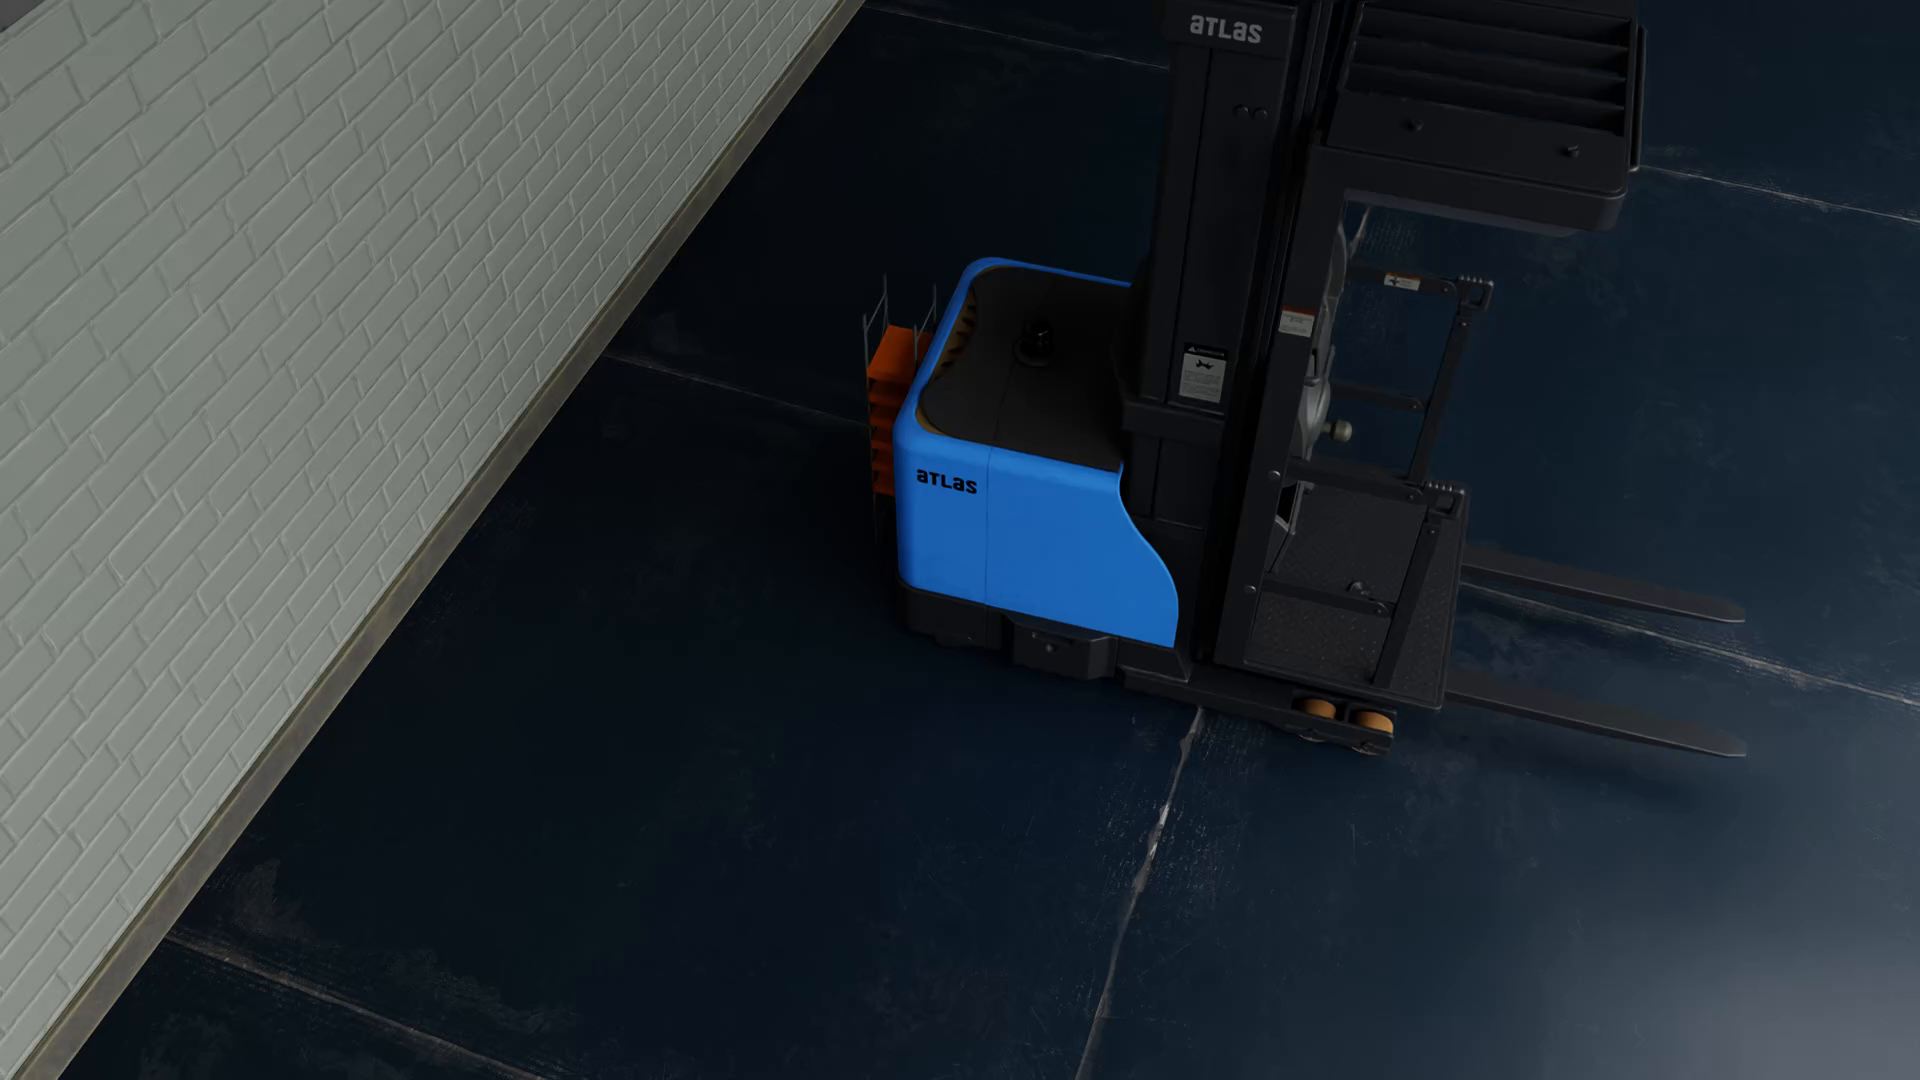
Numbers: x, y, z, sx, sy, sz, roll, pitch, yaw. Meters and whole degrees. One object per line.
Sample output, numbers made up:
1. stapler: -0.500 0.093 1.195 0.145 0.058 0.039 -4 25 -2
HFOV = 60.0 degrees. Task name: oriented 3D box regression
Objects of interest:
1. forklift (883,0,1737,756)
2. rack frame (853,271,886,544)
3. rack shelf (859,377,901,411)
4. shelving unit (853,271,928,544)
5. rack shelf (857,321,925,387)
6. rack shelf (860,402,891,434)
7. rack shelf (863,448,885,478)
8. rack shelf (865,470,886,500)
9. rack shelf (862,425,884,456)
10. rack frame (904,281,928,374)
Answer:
1. forklift: 1.302 -0.652 5.242 3.031 2.935 1.130 13 50 11
2. rack frame: -0.329 -0.466 6.226 0.006 1.200 0.240 13 50 11
3. rack shelf: -0.241 -0.574 6.061 0.180 0.103 0.258 13 50 11
4. shelving unit: -0.241 -0.446 6.209 0.189 1.200 0.258 13 50 11
5. rack shelf: -0.241 -0.652 5.970 0.180 0.103 0.258 13 50 11
6. rack shelf: -0.241 -0.495 6.152 0.180 0.103 0.258 13 50 11
7. rack shelf: -0.241 -0.338 6.333 0.180 0.103 0.258 13 50 11
8. rack shelf: -0.241 -0.259 6.424 0.180 0.103 0.258 13 50 11
9. rack shelf: -0.241 -0.417 6.242 0.180 0.103 0.258 13 50 11
10. rack frame: -0.153 -0.426 6.192 0.006 1.200 0.240 13 50 11
